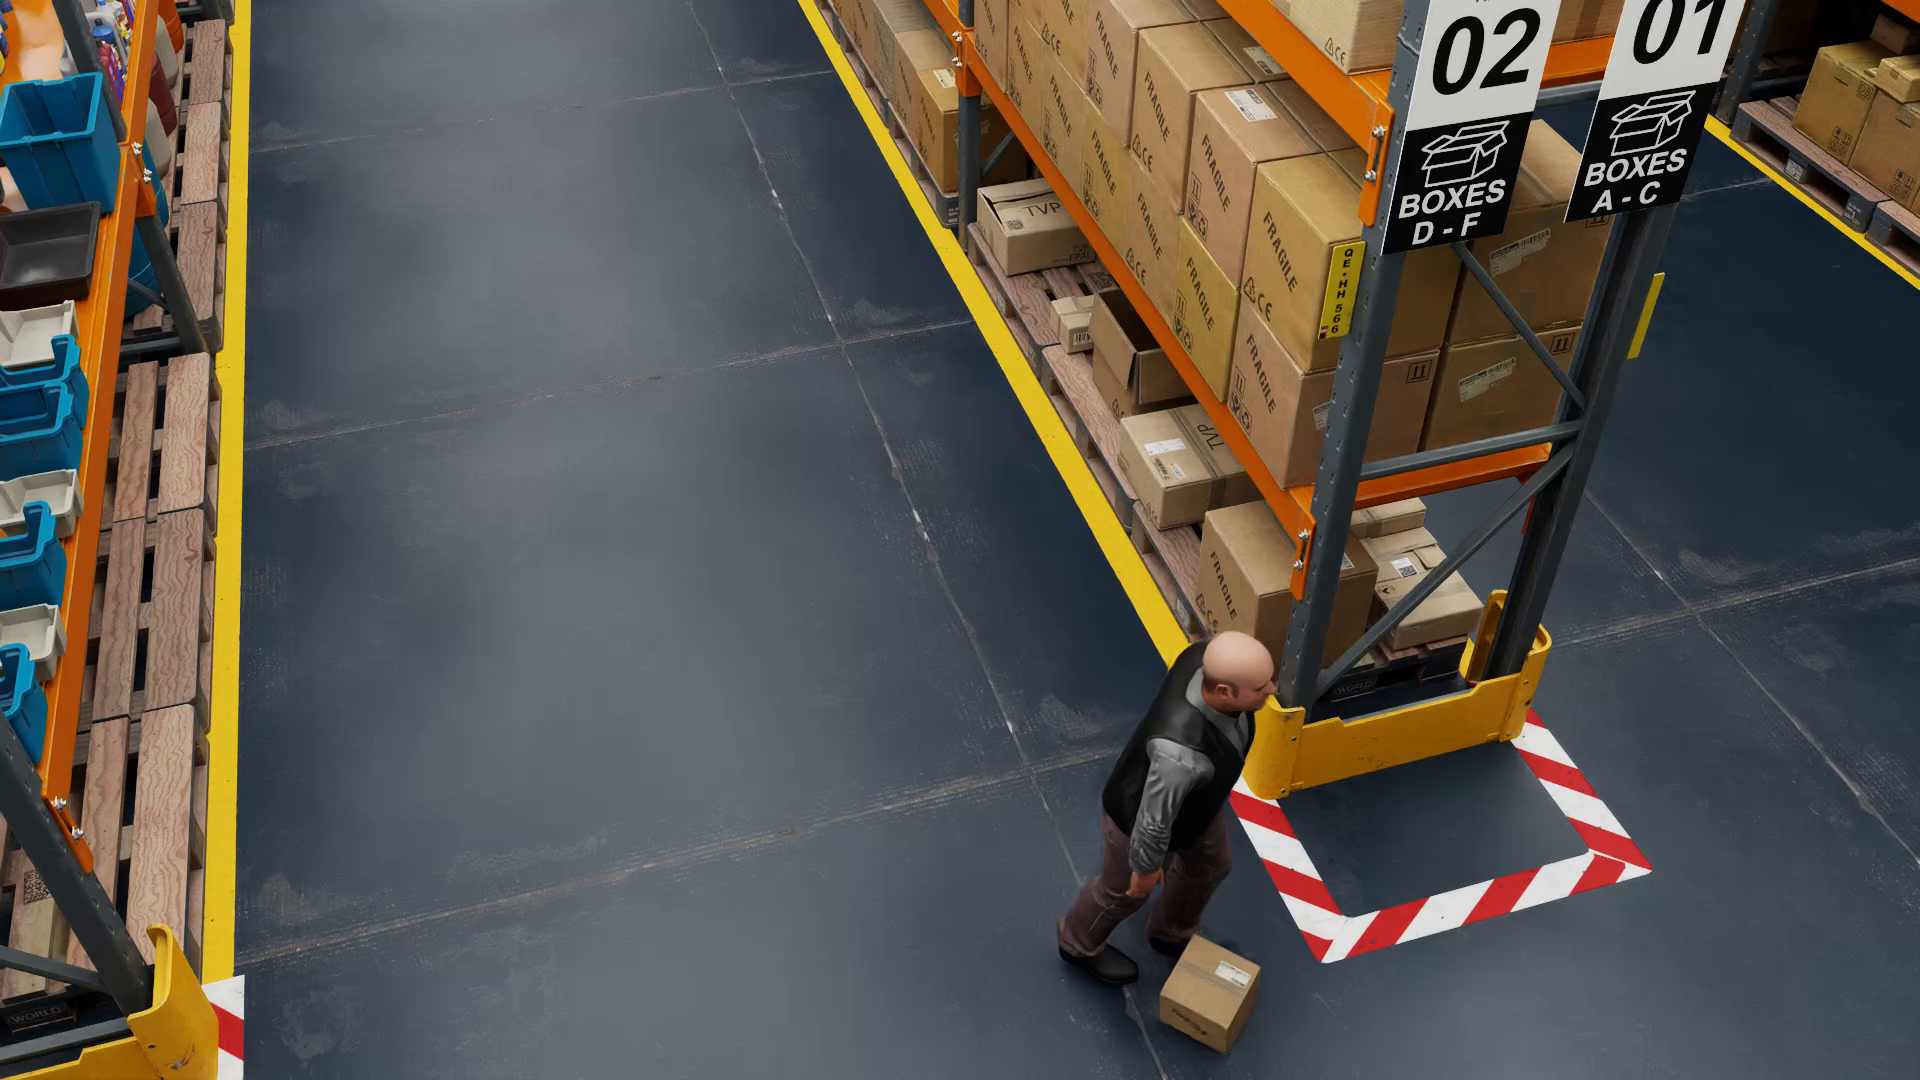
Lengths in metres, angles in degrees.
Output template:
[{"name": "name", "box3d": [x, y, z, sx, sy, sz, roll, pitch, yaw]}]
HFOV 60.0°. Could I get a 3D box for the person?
[{"name": "person", "box3d": [0.623, 0.864, 5.237, 0.596, 1.733, 0.585, 18, 45, 19]}]
